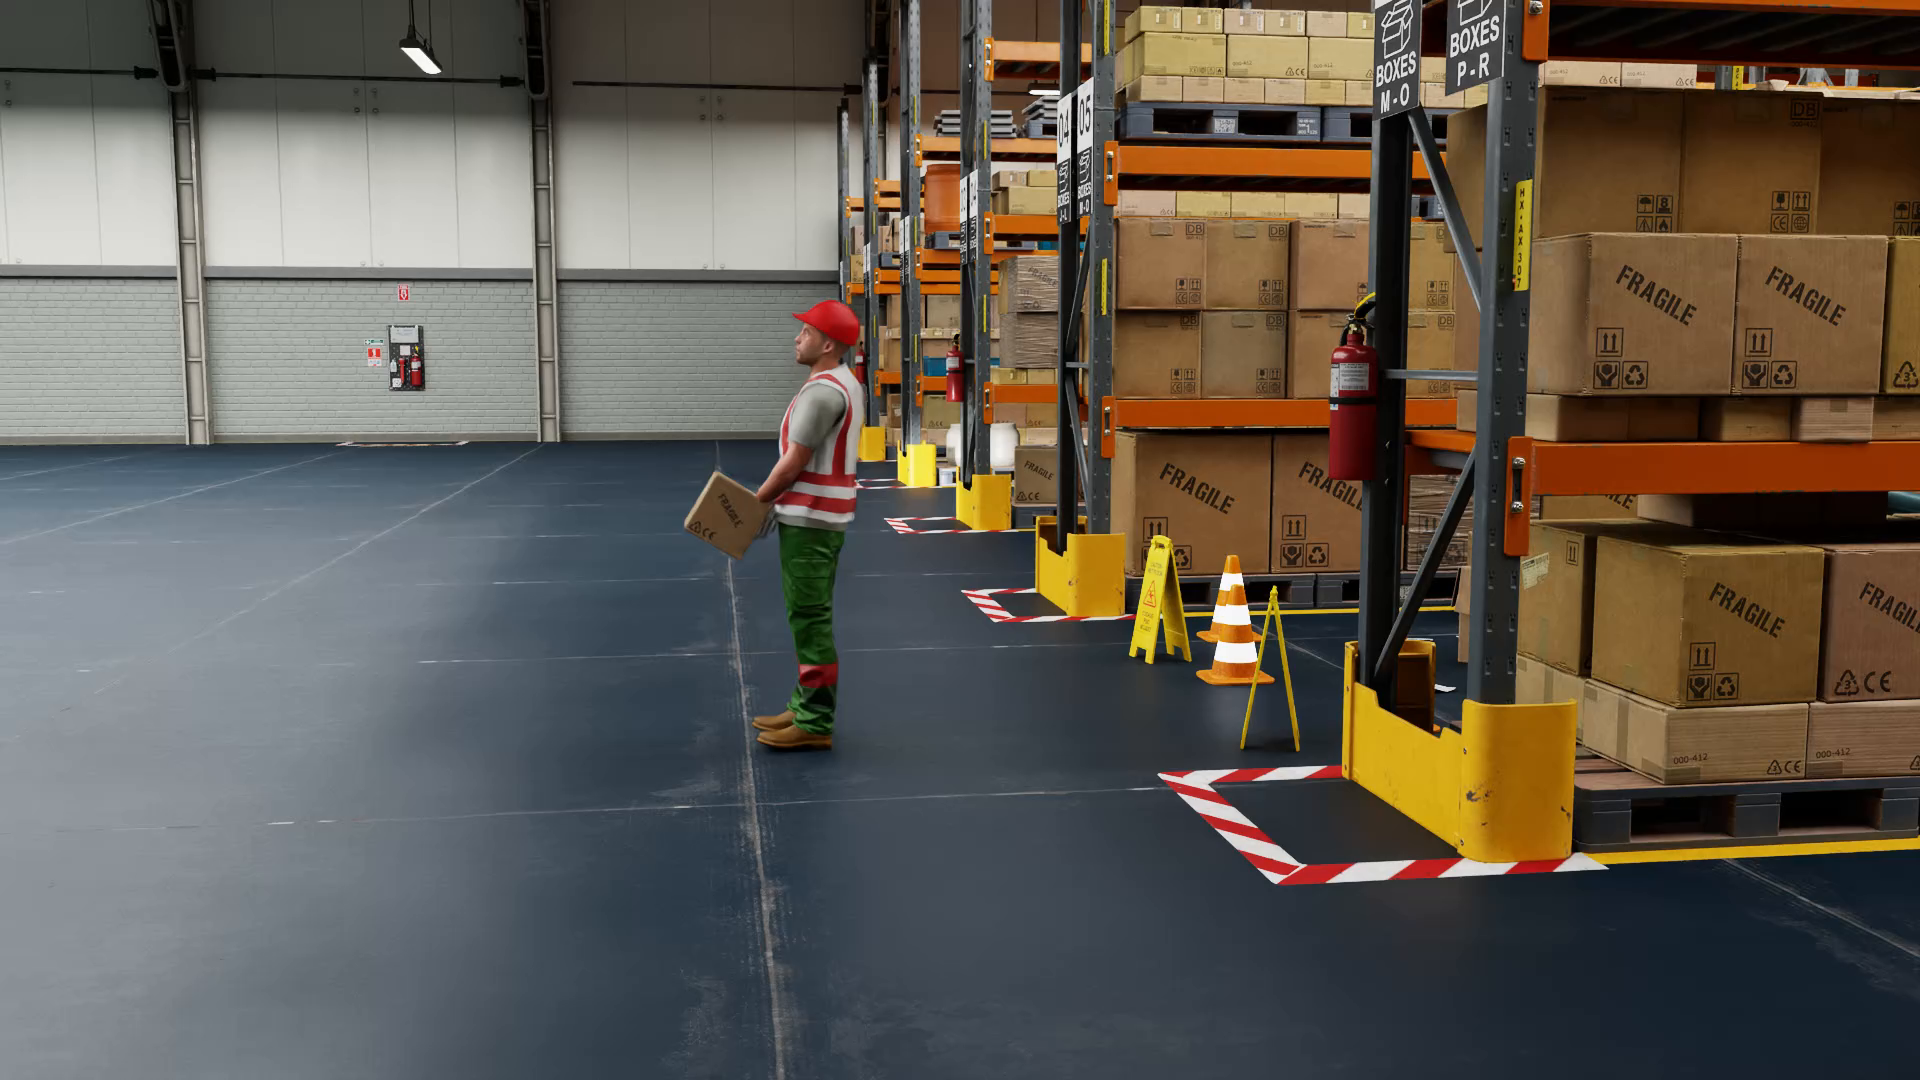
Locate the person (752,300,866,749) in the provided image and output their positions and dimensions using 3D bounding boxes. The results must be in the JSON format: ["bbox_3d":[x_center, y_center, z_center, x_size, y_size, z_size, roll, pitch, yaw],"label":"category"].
[{"bbox_3d":[-0.652,-0.060,6.682,0.527,1.793,0.514,1,6,7],"label":"person"}]
